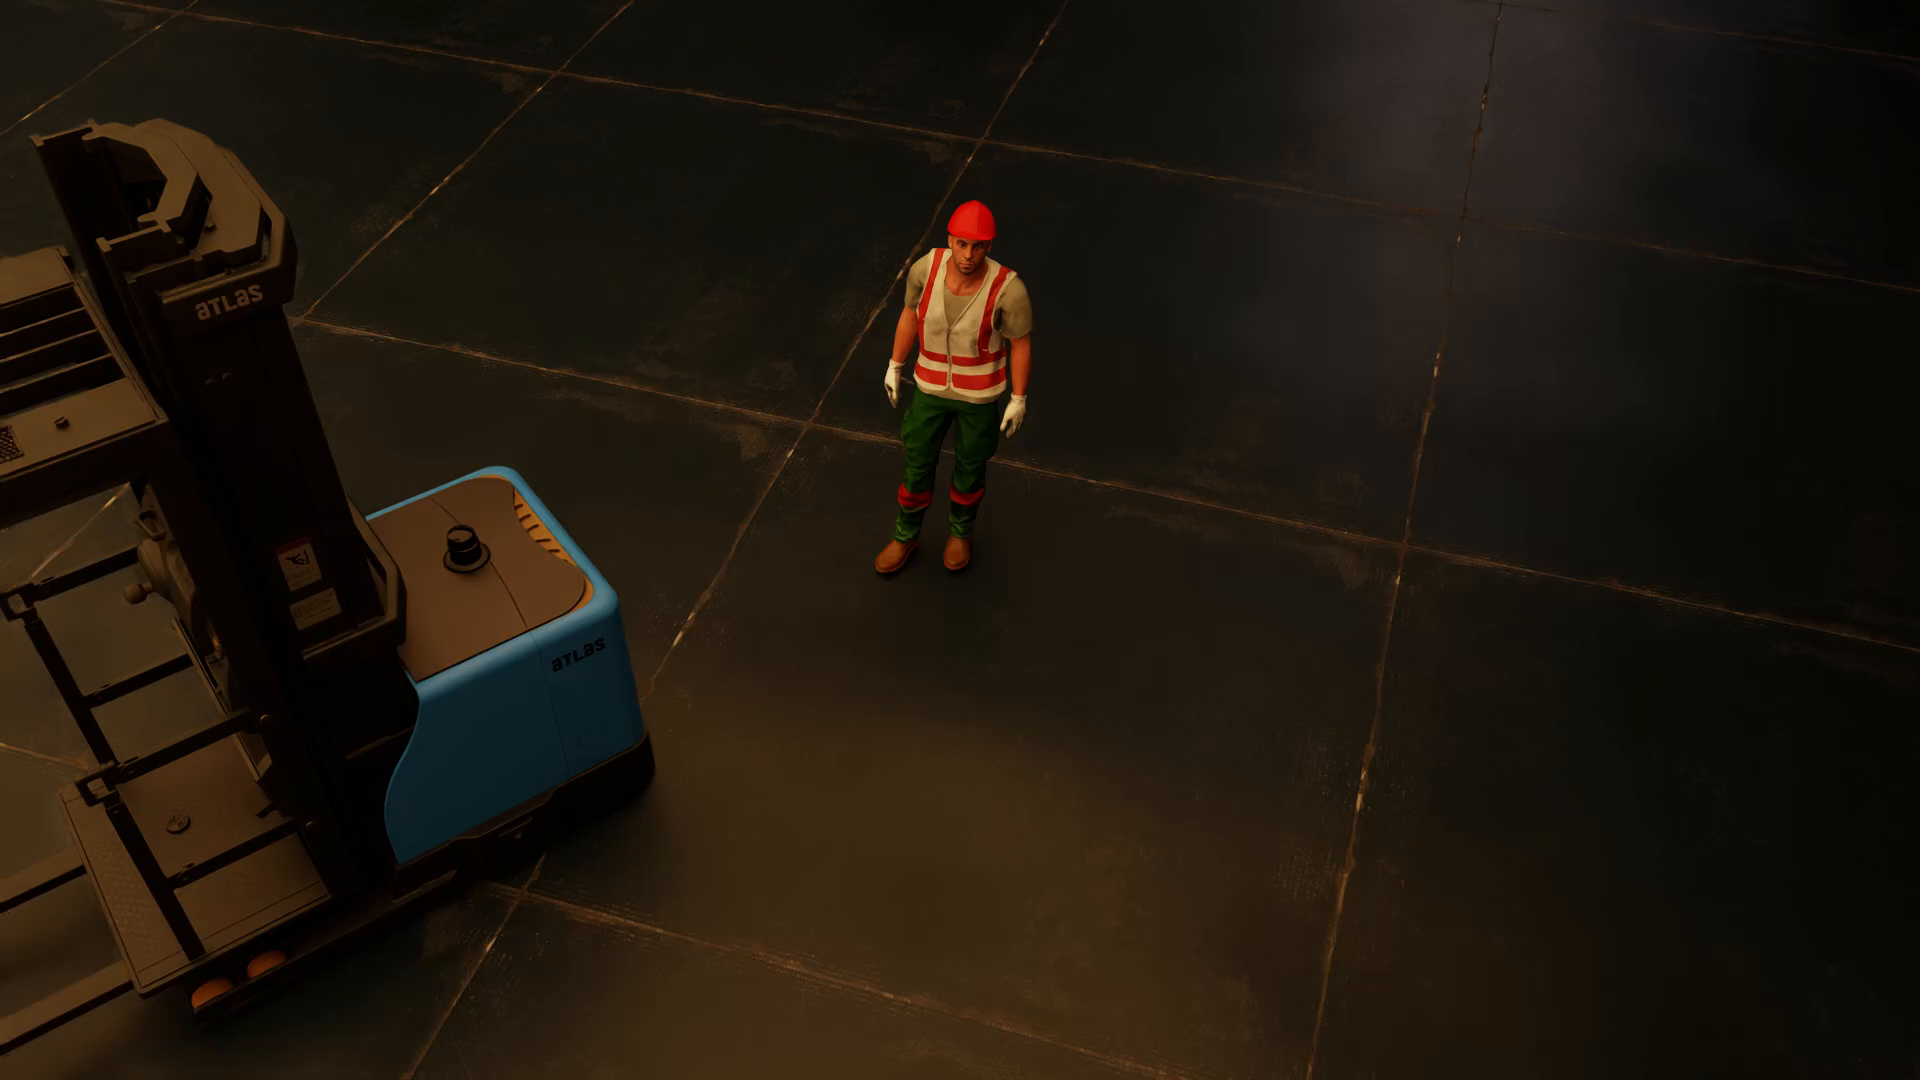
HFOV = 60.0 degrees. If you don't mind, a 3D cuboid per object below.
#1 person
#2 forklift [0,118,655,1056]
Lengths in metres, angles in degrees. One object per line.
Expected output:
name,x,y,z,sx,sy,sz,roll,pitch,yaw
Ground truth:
person,-0.035,-0.610,7.173,0.638,1.789,0.562,12,44,13
forklift,-2.725,0.248,5.422,3.031,2.935,1.130,-26,49,-26
